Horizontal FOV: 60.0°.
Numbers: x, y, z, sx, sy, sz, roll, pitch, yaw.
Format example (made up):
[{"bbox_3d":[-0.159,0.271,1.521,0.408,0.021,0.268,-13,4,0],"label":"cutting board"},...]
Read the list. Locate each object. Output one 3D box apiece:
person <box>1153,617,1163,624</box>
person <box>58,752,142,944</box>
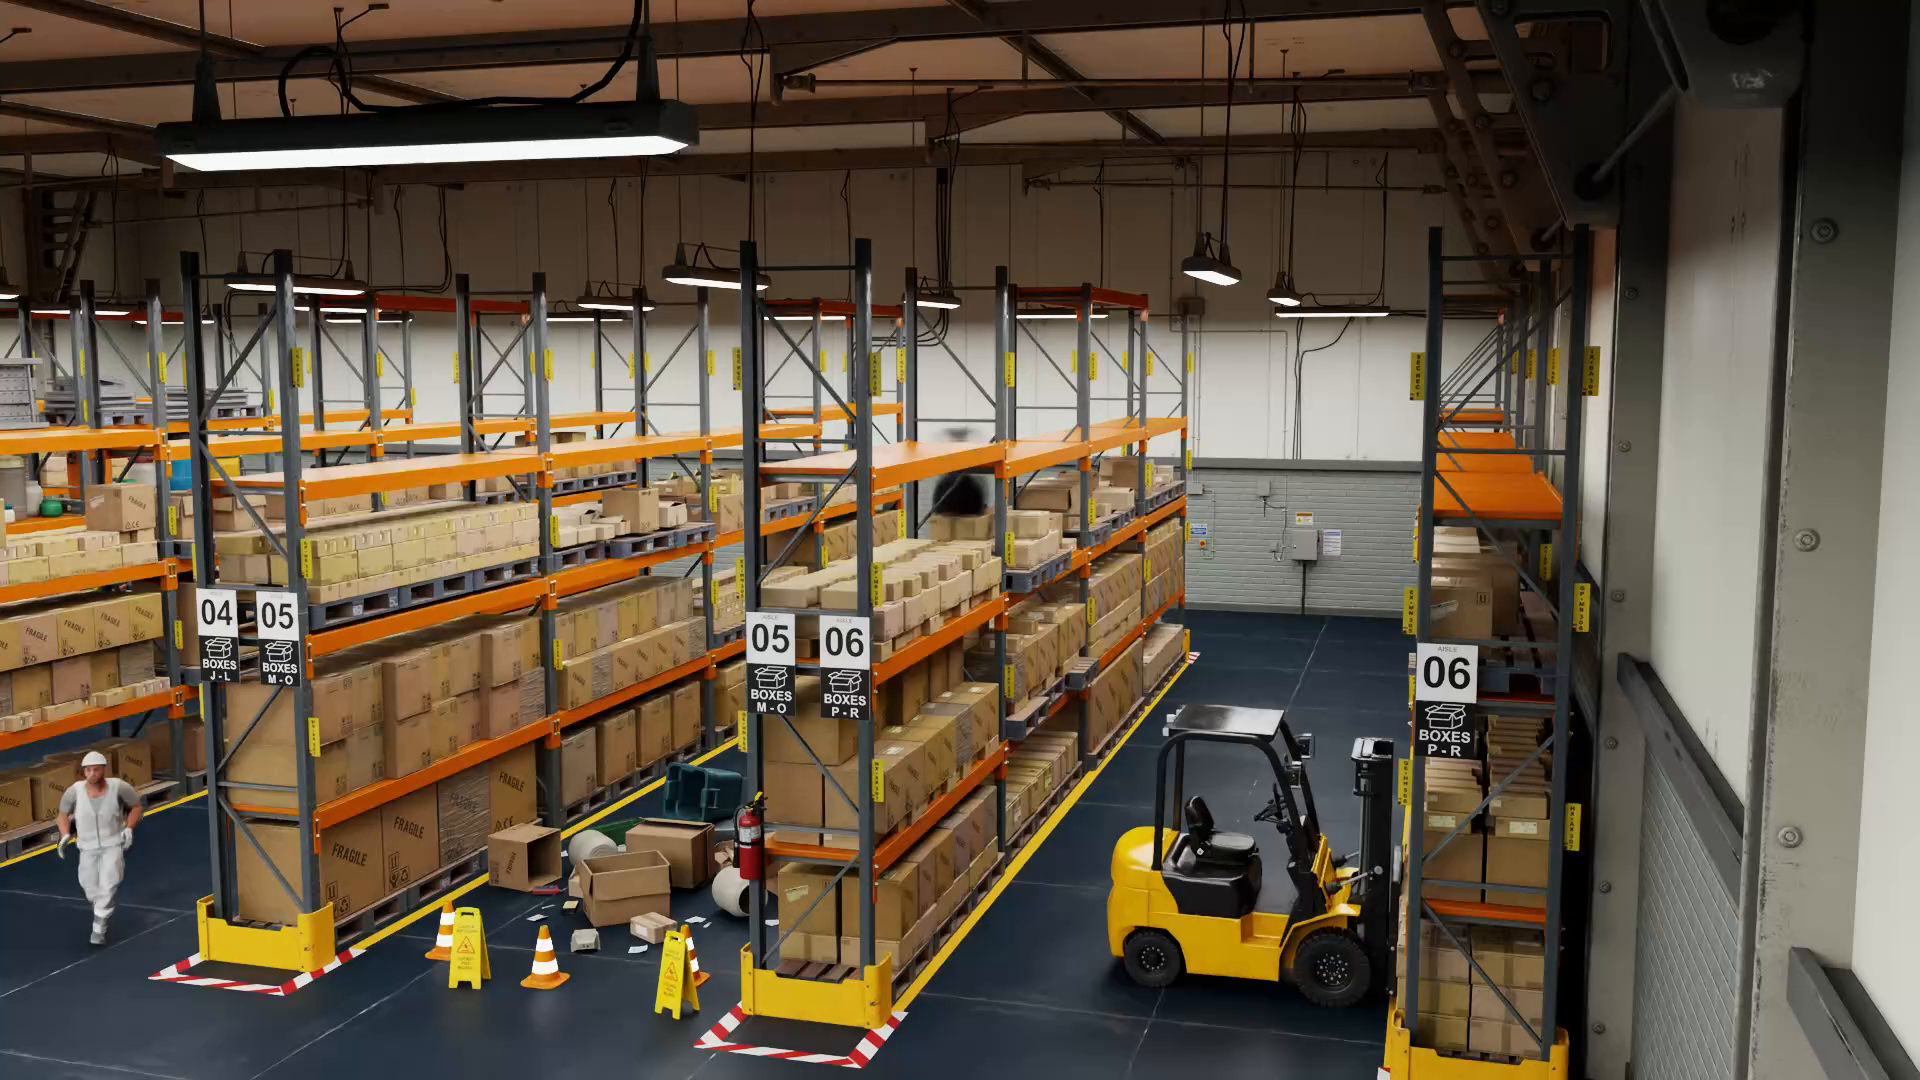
[{"bbox_3d":[3.283,1.083,29.686,0.853,1.623,0.642,-2,7,-15],"label":"person"},{"bbox_3d":[-7.607,2.680,14.747,0.667,1.704,0.682,-3,7,-22],"label":"person"}]
